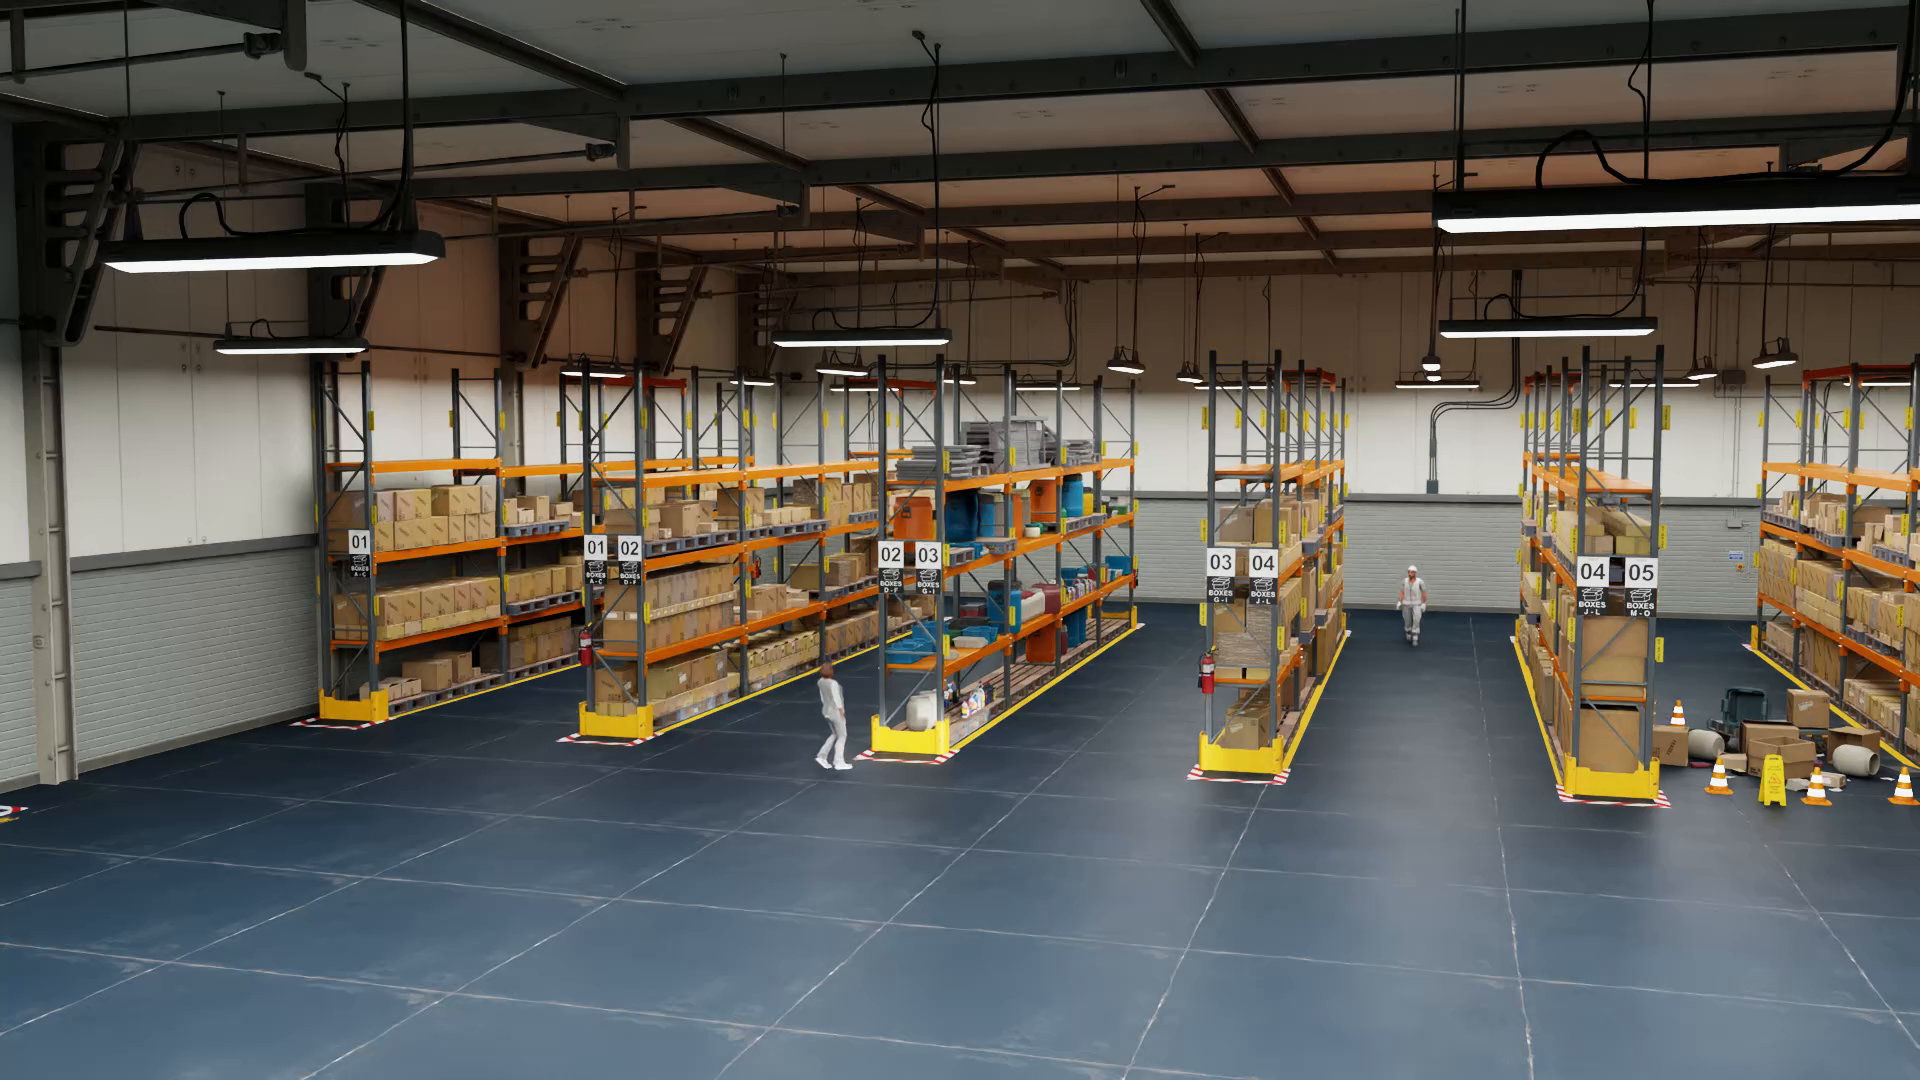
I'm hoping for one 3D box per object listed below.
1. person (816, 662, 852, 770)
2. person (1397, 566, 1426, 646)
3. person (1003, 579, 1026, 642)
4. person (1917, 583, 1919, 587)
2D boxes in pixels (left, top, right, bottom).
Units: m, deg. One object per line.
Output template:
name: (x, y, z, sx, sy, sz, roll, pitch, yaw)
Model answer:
person: (-1.805, 2.521, 23.911, 0.479, 1.571, 0.458, -2, 5, -29)
person: (10.107, 1.453, 37.216, 0.632, 1.749, 0.994, 1, 4, 15)
person: (1.064, 1.589, 37.058, 0.701, 1.540, 1.144, 2, 5, 31)
person: (19.863, 1.673, 34.353, 0.430, 1.770, 0.593, 2, 4, 21)
